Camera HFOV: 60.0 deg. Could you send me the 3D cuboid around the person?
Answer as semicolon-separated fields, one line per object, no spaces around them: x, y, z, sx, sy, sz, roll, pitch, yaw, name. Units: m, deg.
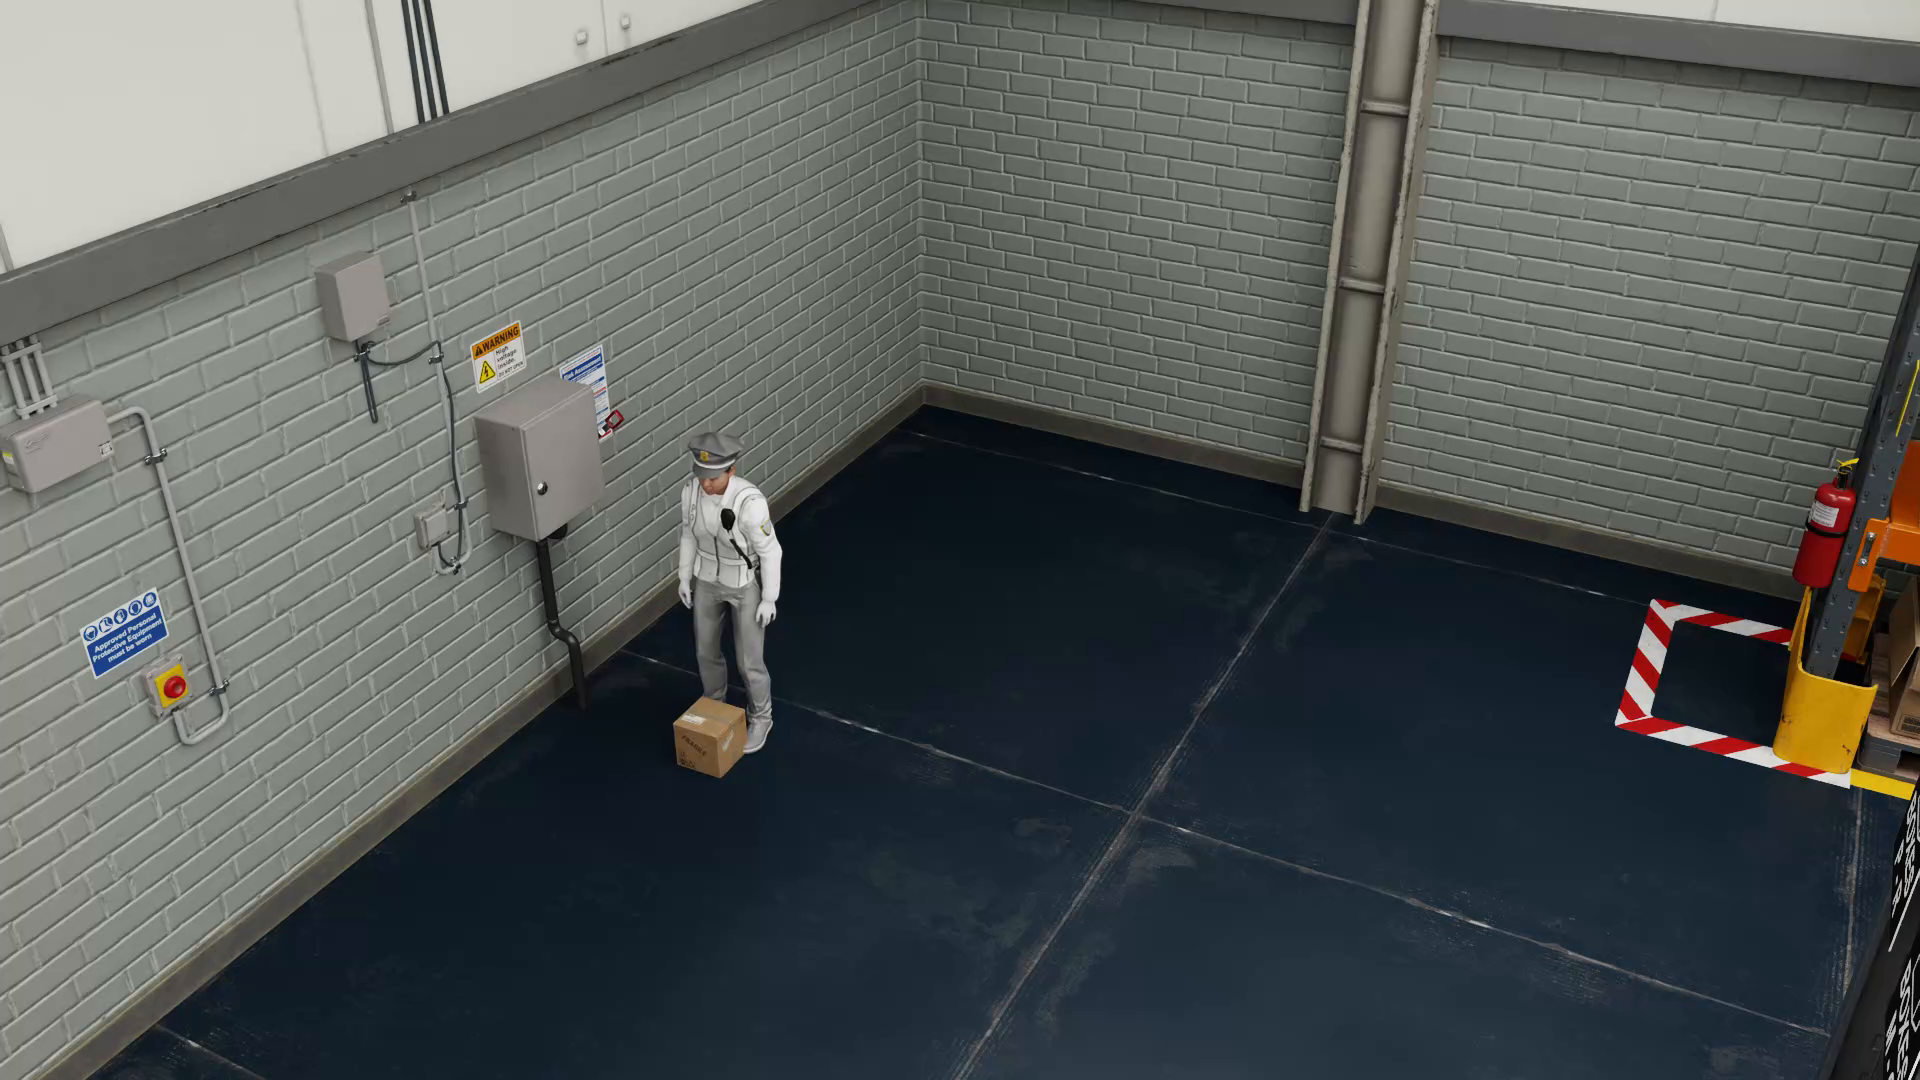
-1.093;0.317;7.936;0.539;1.462;0.358;12;32;20;person
